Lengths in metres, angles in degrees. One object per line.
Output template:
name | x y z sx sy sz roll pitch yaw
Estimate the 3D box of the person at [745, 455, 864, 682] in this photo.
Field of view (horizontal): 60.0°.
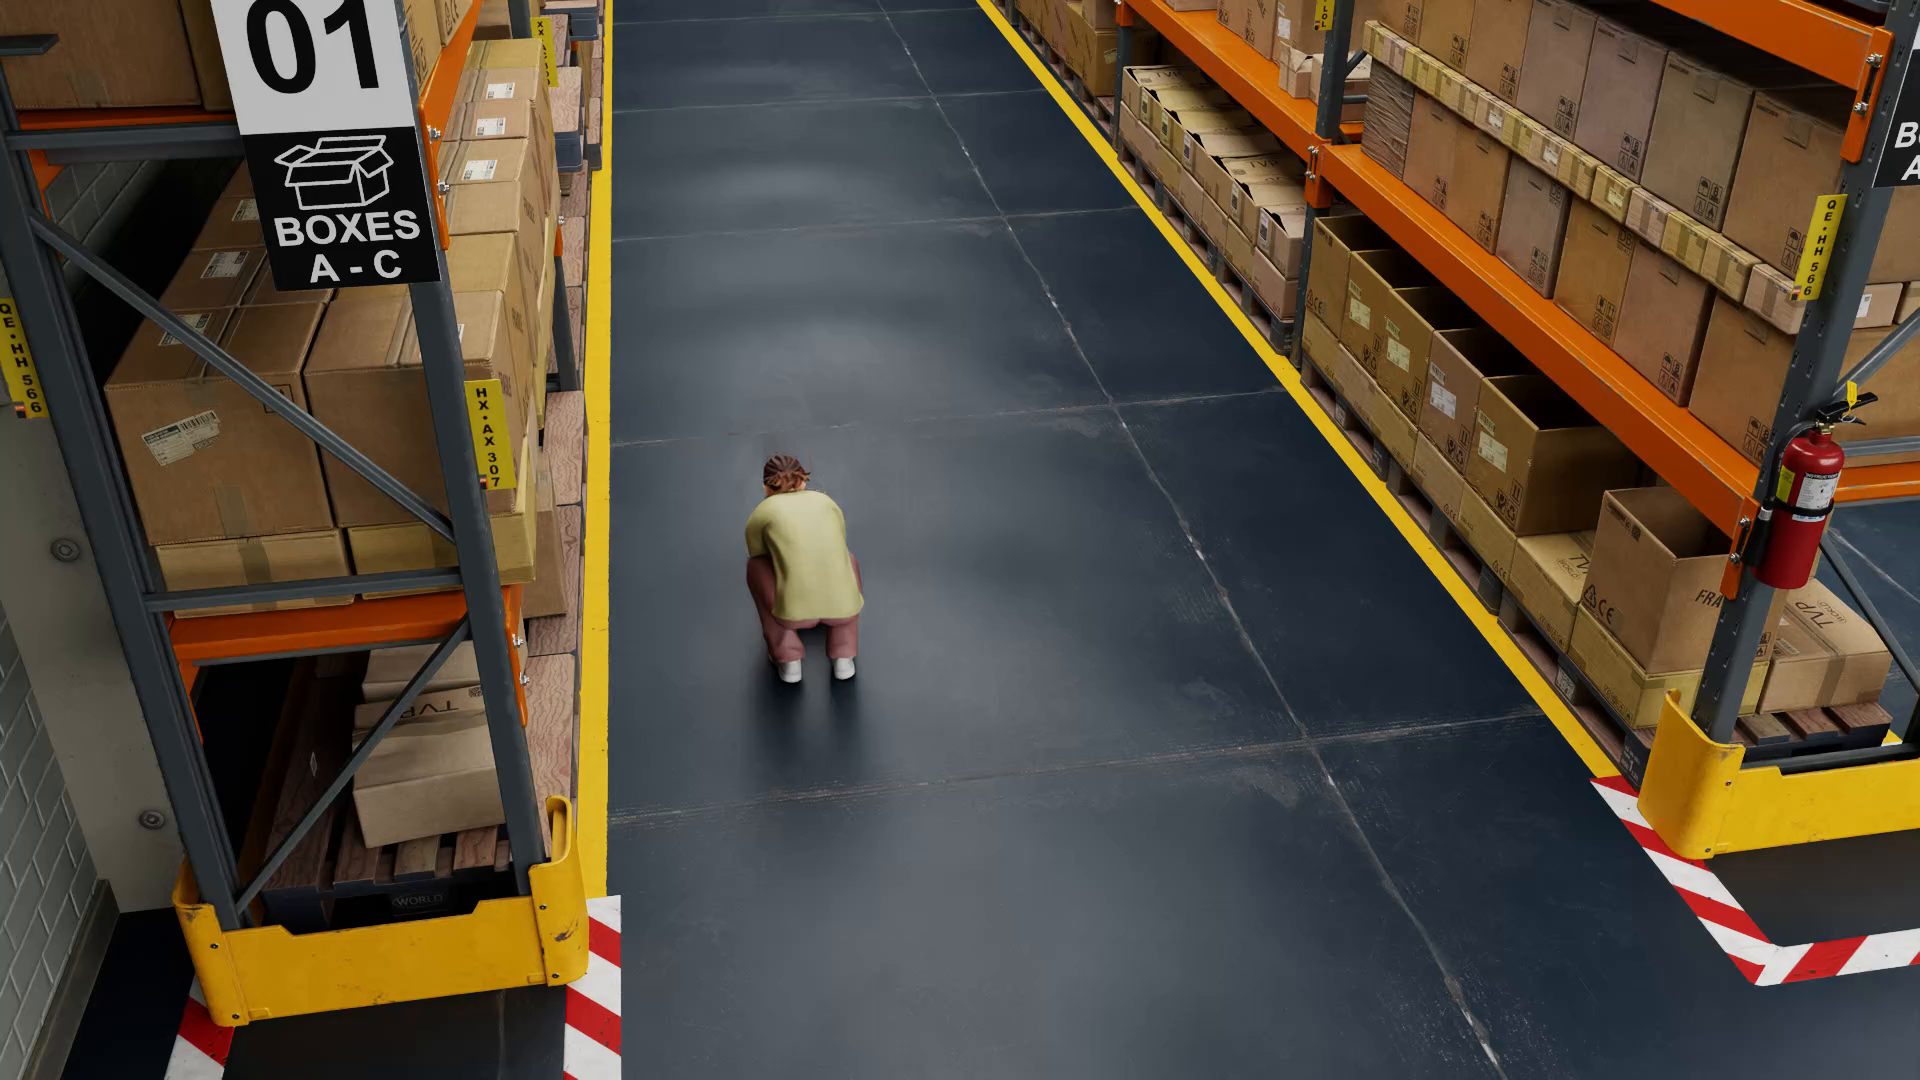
person | -0.642 0.139 6.876 0.476 0.806 0.833 -6 31 -9
